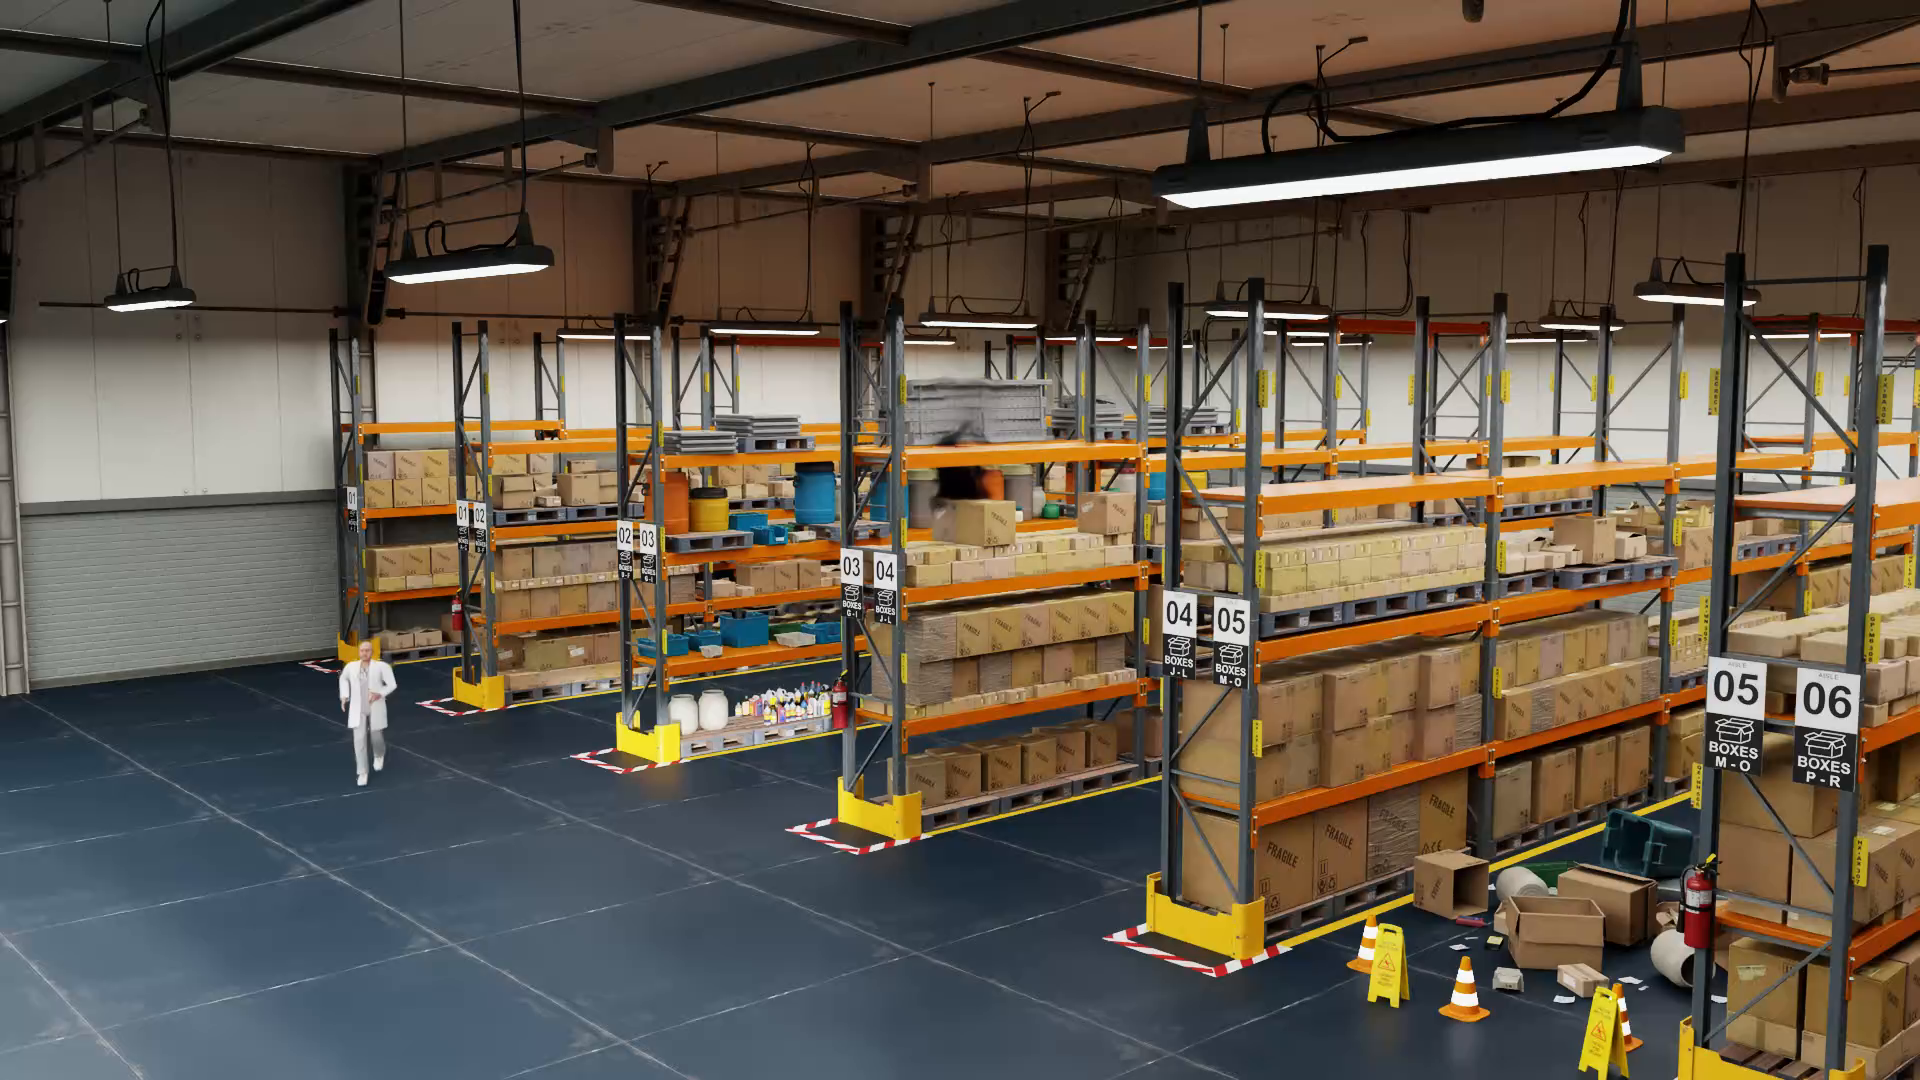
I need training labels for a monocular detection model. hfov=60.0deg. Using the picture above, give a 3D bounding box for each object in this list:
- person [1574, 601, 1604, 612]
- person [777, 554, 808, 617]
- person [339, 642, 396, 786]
[{"bbox_3d":[9.873,1.750,26.159,0.659,1.749,0.919,5,7,40],"label":"person"},{"bbox_3d":[-3.203,1.077,32.667,0.984,1.847,0.627,-5,7,-39],"label":"person"},{"bbox_3d":[-7.560,2.169,21.219,0.728,1.758,1.034,-1,6,-11],"label":"person"}]
